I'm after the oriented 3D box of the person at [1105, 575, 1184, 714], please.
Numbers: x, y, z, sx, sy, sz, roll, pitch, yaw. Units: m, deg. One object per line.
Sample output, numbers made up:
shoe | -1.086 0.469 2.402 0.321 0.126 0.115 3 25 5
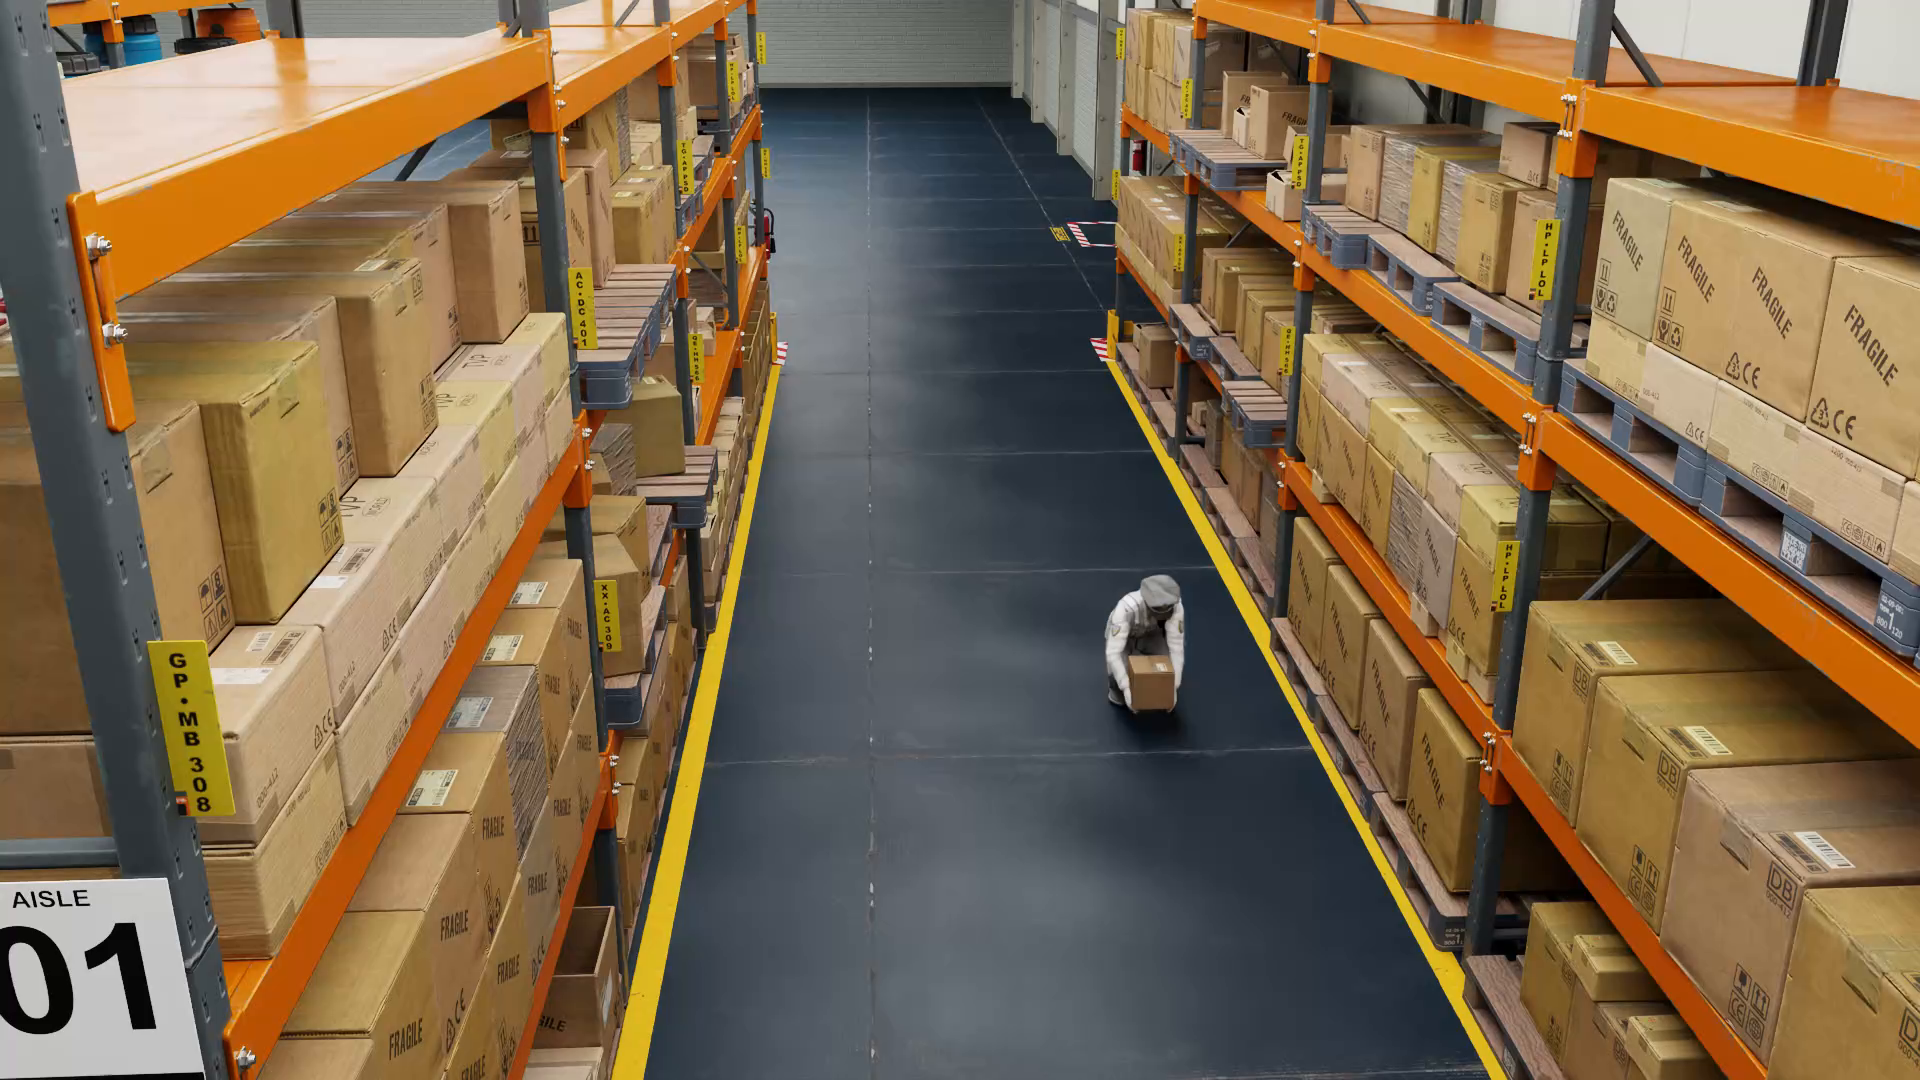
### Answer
person | 1.146 0.618 10.447 0.500 0.964 0.824 -1 21 -3
